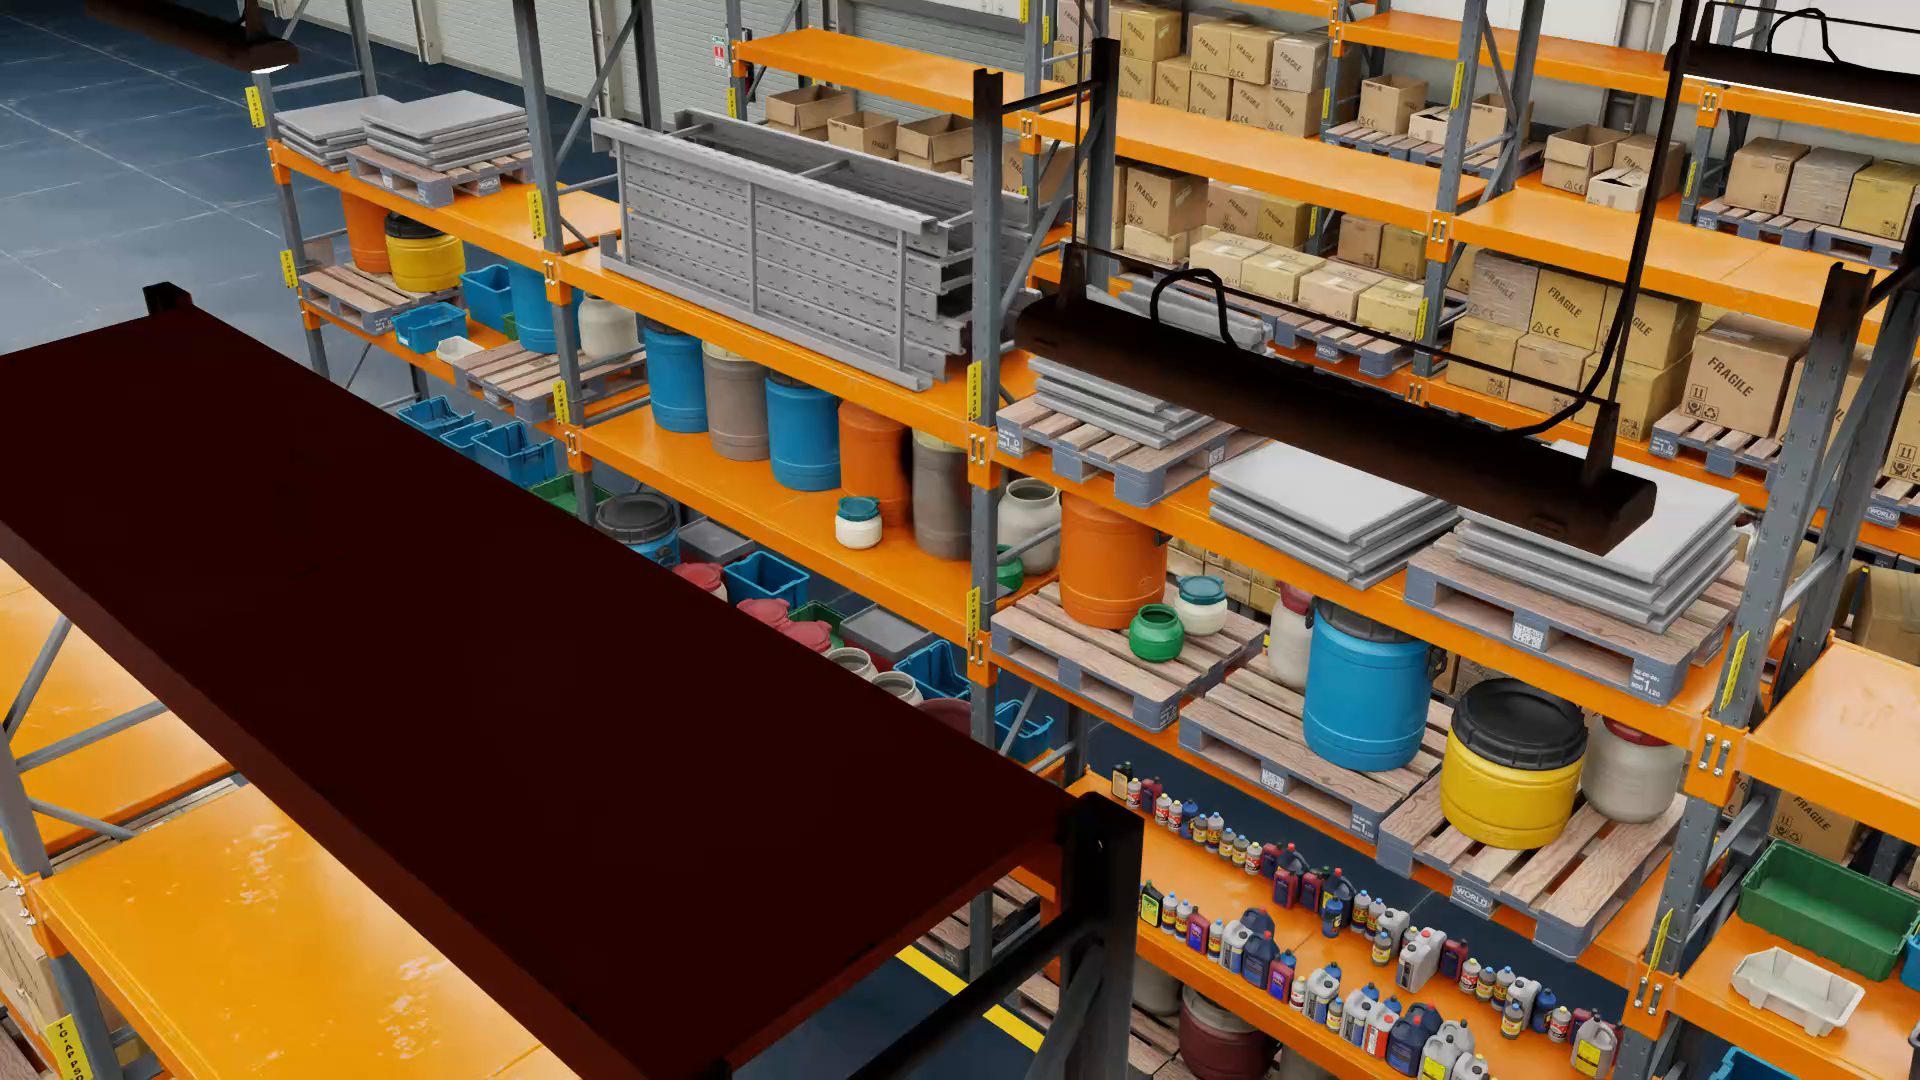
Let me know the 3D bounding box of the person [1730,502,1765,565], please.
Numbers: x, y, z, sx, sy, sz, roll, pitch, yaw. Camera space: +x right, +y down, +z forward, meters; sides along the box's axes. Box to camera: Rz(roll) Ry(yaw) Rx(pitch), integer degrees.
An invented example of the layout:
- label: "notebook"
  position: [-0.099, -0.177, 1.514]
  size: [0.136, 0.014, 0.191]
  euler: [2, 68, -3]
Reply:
- label: "person"
  position: [6.383, 0.367, 13.901]
  size: [0.975, 1.642, 0.587]
  euler: [25, 38, 37]
